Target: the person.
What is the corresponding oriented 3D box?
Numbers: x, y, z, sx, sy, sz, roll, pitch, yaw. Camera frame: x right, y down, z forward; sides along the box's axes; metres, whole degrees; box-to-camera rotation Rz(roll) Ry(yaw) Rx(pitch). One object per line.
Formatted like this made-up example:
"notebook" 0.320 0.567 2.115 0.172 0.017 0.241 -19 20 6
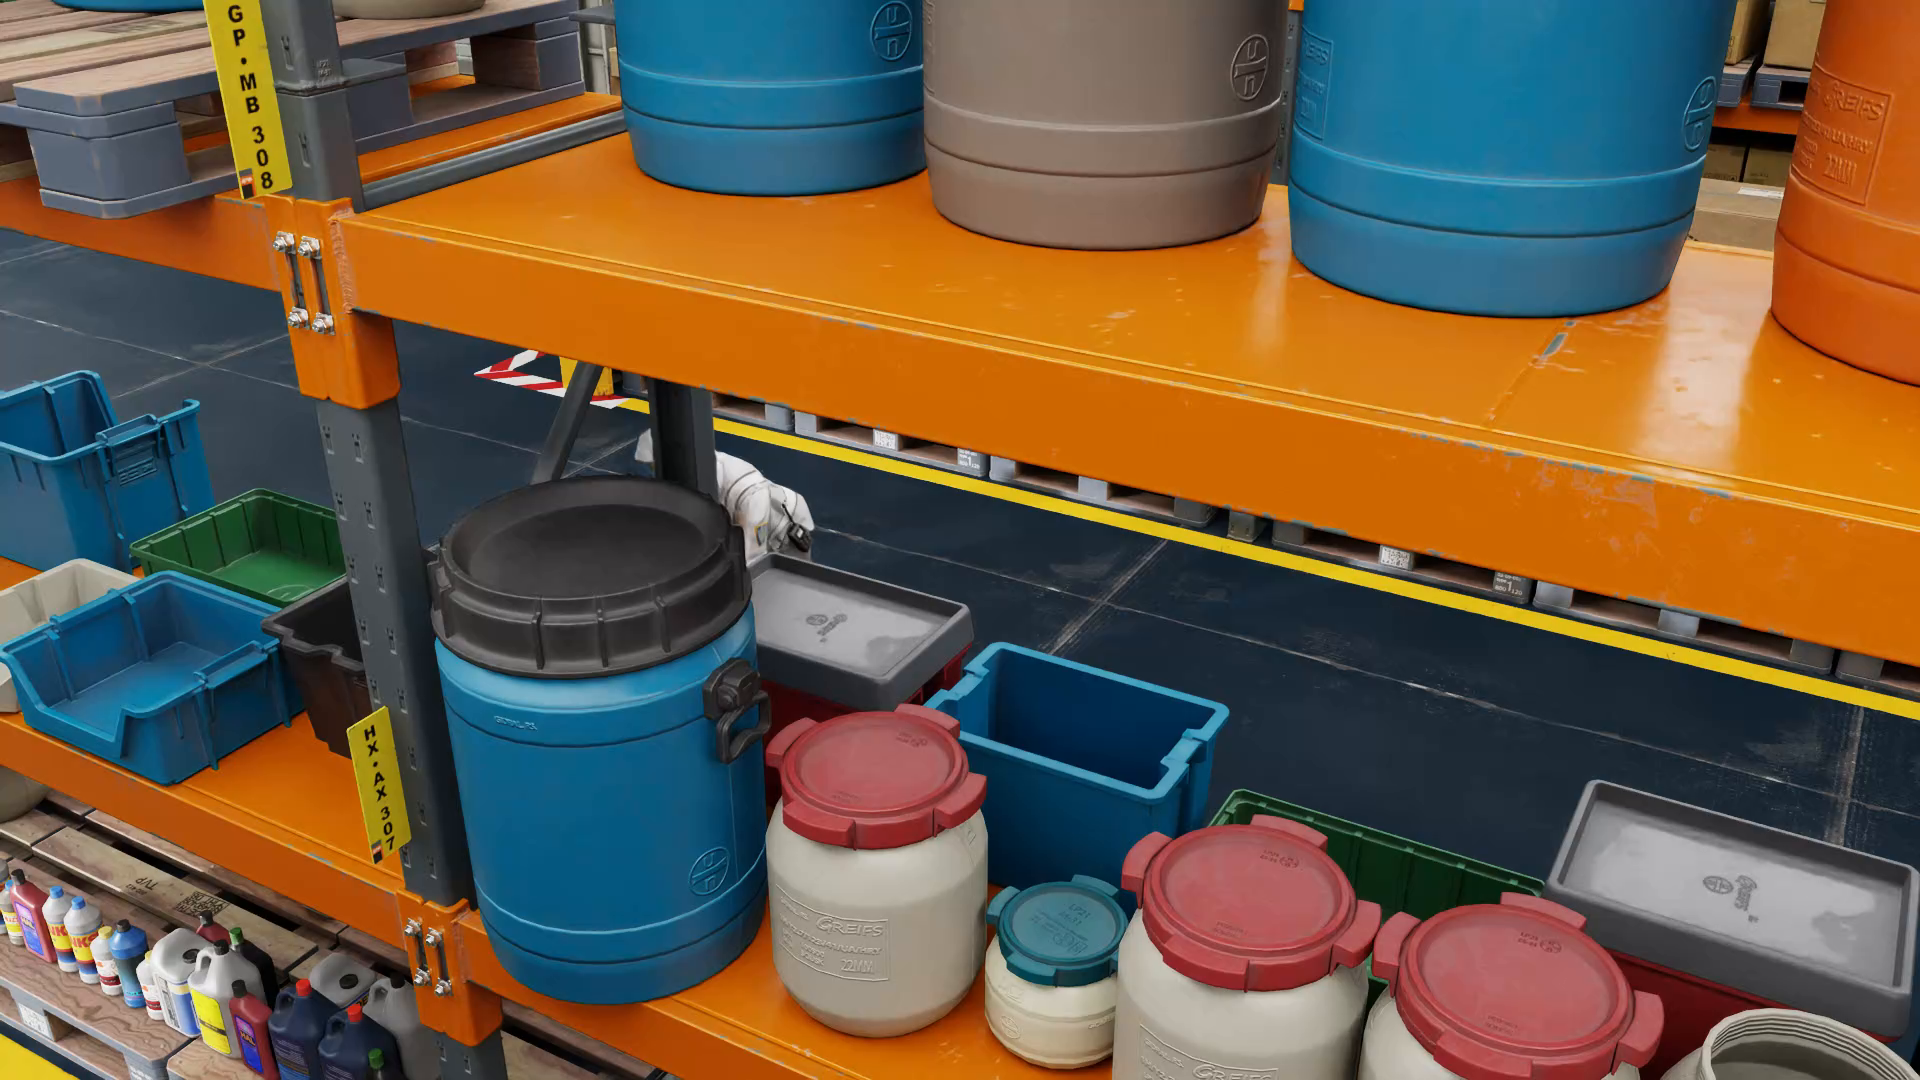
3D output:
"person" -0.816 0.187 5.952 0.405 1.484 0.757 14 30 25
